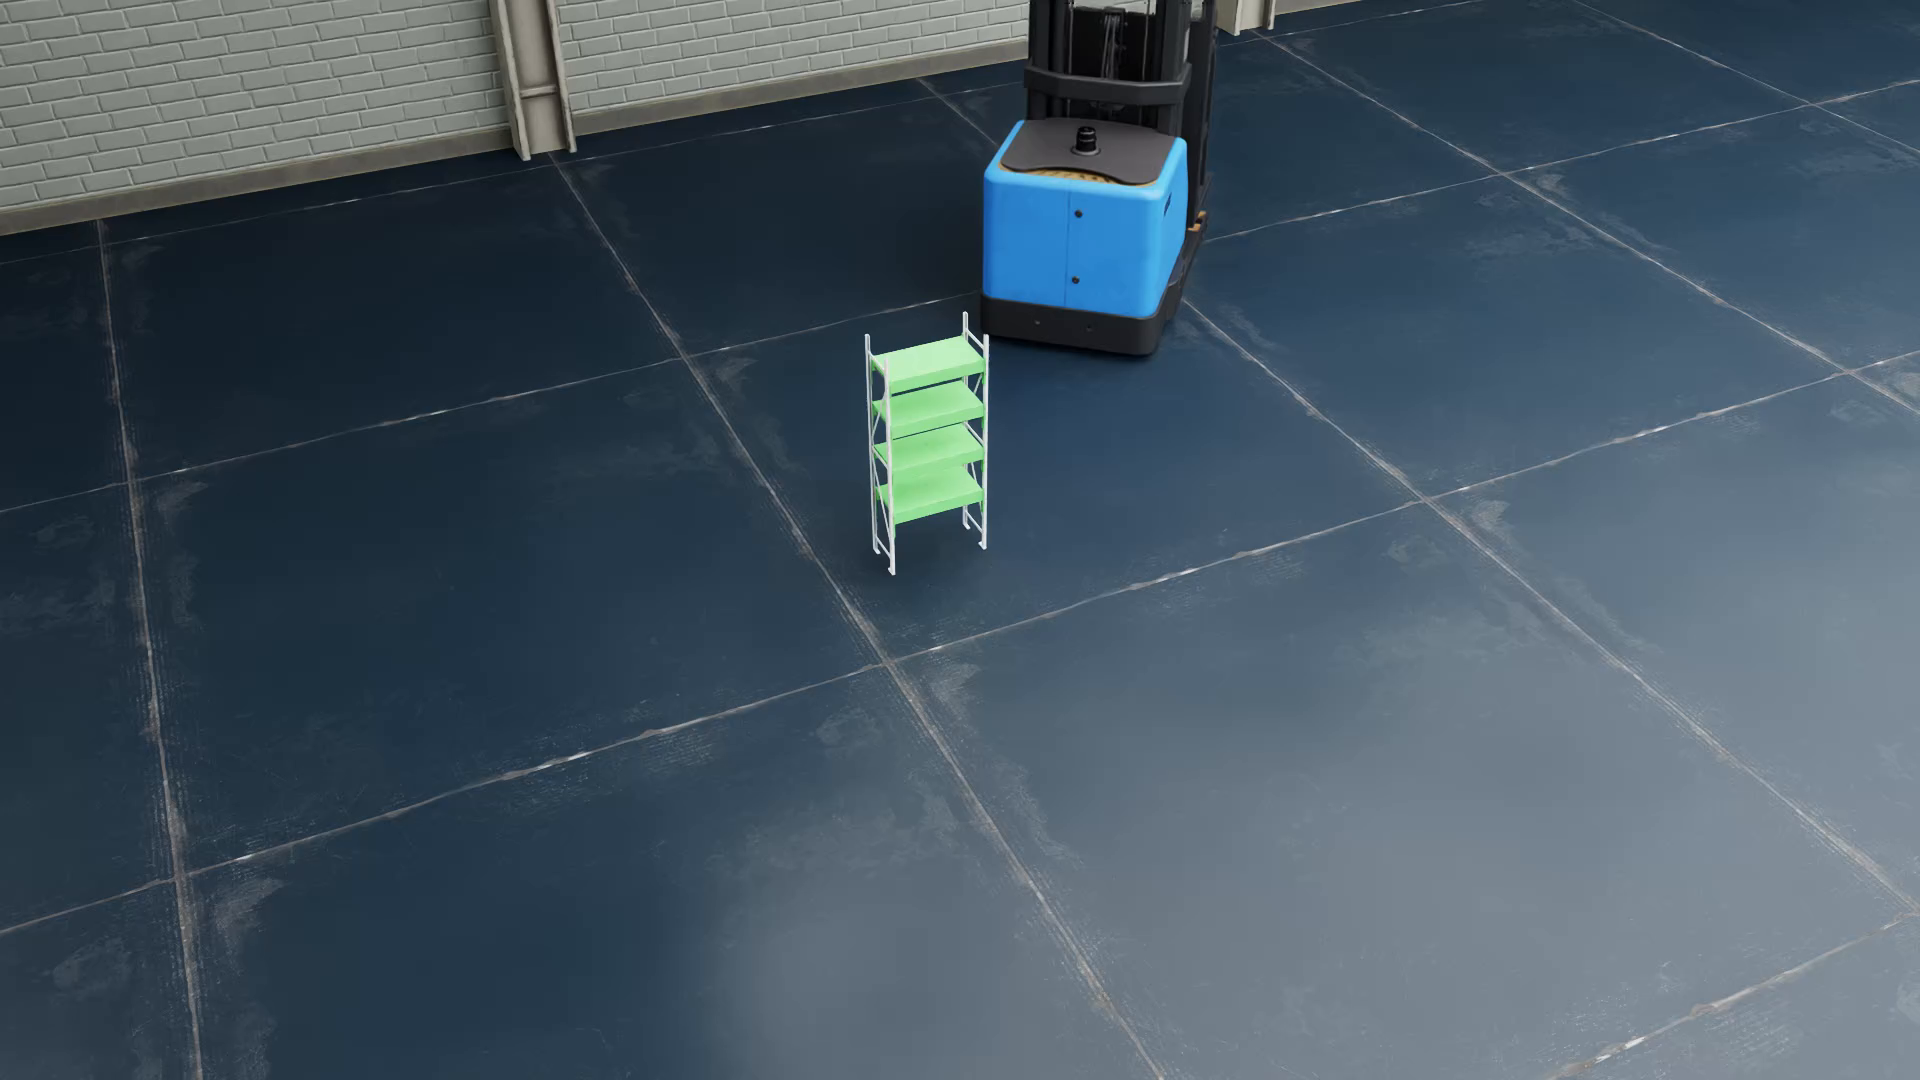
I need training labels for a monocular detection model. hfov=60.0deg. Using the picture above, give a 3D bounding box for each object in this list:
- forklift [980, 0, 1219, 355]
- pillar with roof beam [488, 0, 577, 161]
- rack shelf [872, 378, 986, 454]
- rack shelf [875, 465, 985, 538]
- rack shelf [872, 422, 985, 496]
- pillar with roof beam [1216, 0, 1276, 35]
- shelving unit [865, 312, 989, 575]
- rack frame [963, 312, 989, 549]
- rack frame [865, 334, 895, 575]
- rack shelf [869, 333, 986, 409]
[{"bbox_3d":[1.012,-3.119,9.995,1.130,2.935,3.031,10,38,13],"label":"forklift"},{"bbox_3d":[-1.188,-4.141,6.280,0.400,9.000,9.100,-16,39,-20],"label":"pillar with roof beam"},{"bbox_3d":[-0.150,-0.581,7.731,0.480,0.148,0.258,-16,39,-20],"label":"rack shelf"},{"bbox_3d":[-0.150,-0.196,8.017,0.480,0.148,0.258,-16,39,-20],"label":"rack shelf"},{"bbox_3d":[-0.150,-0.389,7.874,0.480,0.148,0.258,-16,39,-20],"label":"rack shelf"},{"bbox_3d":[4.243,-5.660,8.327,0.400,9.000,9.100,-16,39,-20],"label":"pillar with roof beam"},{"bbox_3d":[-0.150,-0.440,7.836,0.503,1.200,0.258,-16,39,-20],"label":"shelving unit"},{"bbox_3d":[0.071,-0.502,7.919,0.015,1.200,0.240,-16,39,-20],"label":"rack frame"},{"bbox_3d":[-0.371,-0.378,7.753,0.015,1.200,0.240,-16,39,-20],"label":"rack frame"},{"bbox_3d":[-0.150,-0.774,7.588,0.480,0.148,0.258,-16,39,-20],"label":"rack shelf"}]
